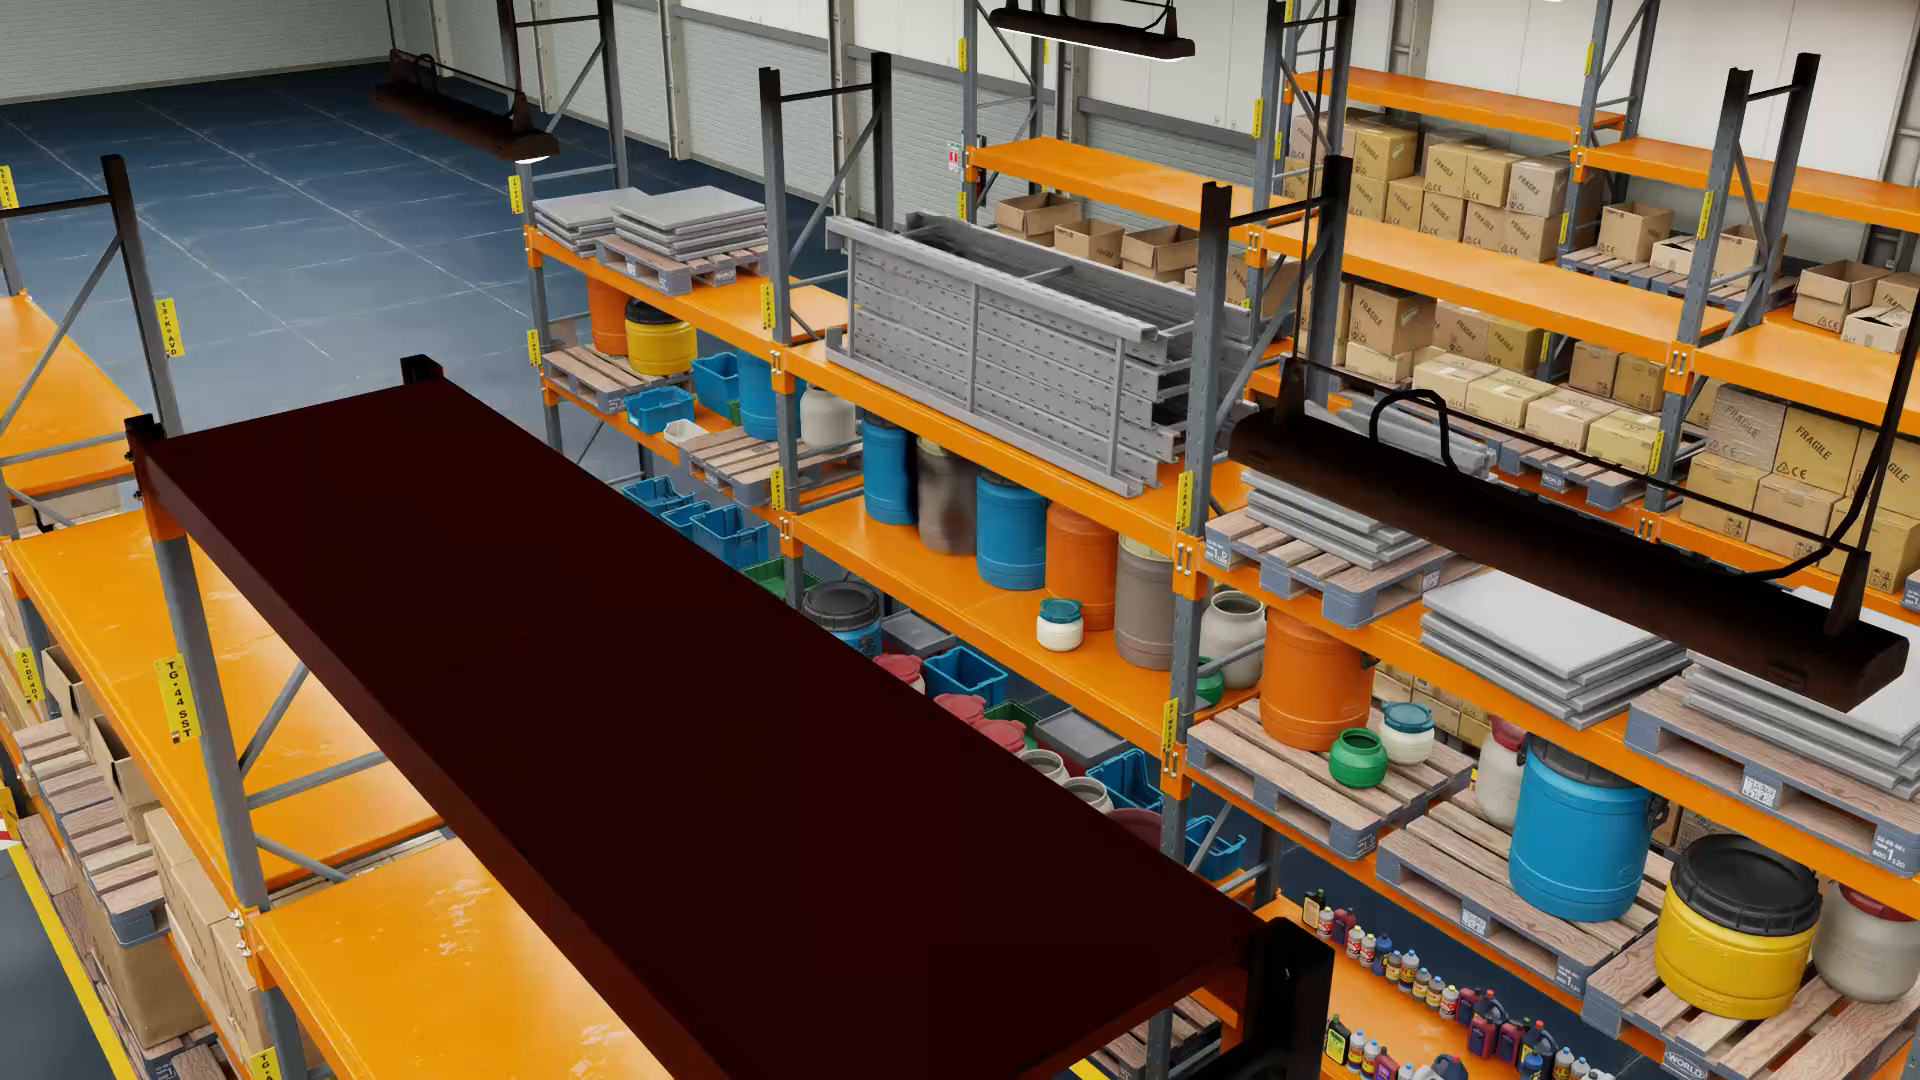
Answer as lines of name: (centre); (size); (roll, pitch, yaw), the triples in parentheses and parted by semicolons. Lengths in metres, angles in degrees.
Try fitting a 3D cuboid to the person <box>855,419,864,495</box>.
person: (-0.876, -0.533, 17.590); (0.756, 1.594, 0.582); (-5, 26, -11)
